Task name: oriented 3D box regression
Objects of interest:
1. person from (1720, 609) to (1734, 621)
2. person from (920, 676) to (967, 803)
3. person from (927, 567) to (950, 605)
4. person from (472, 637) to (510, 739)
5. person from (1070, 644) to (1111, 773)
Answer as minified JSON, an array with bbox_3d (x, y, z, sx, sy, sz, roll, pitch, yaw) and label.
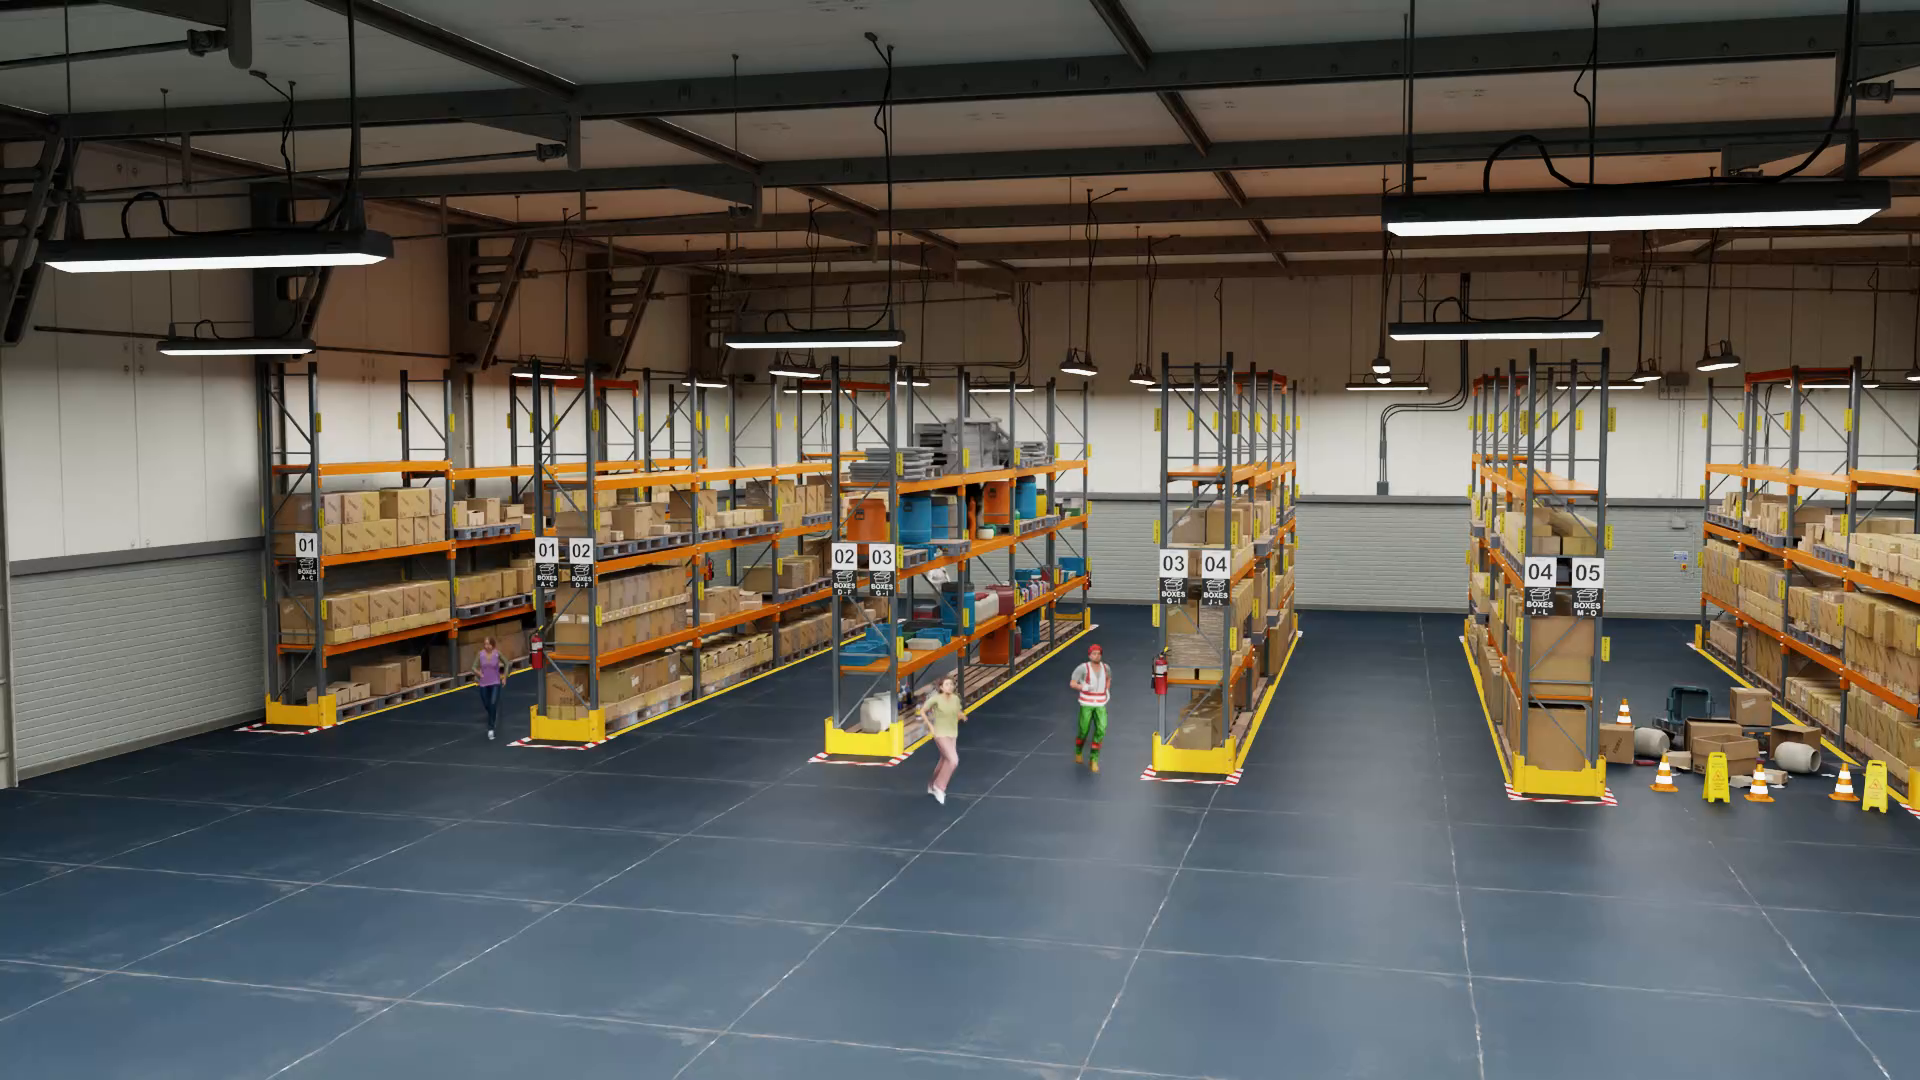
[{"bbox_3d":[17.643,1.529,37.990,0.706,1.635,0.515,-4,6,-43],"label":"person"},{"bbox_3d":[-0.175,2.636,22.039,0.552,1.666,0.655,-3,5,-41],"label":"person"},{"bbox_3d":[-0.527,1.249,41.179,0.635,1.656,0.942,-1,4,-17],"label":"person"},{"bbox_3d":[-7.538,2.341,26.698,0.576,1.604,0.823,0,4,-5],"label":"person"},{"bbox_3d":[1.906,2.425,24.091,0.667,1.852,0.743,-1,4,-12],"label":"person"}]
